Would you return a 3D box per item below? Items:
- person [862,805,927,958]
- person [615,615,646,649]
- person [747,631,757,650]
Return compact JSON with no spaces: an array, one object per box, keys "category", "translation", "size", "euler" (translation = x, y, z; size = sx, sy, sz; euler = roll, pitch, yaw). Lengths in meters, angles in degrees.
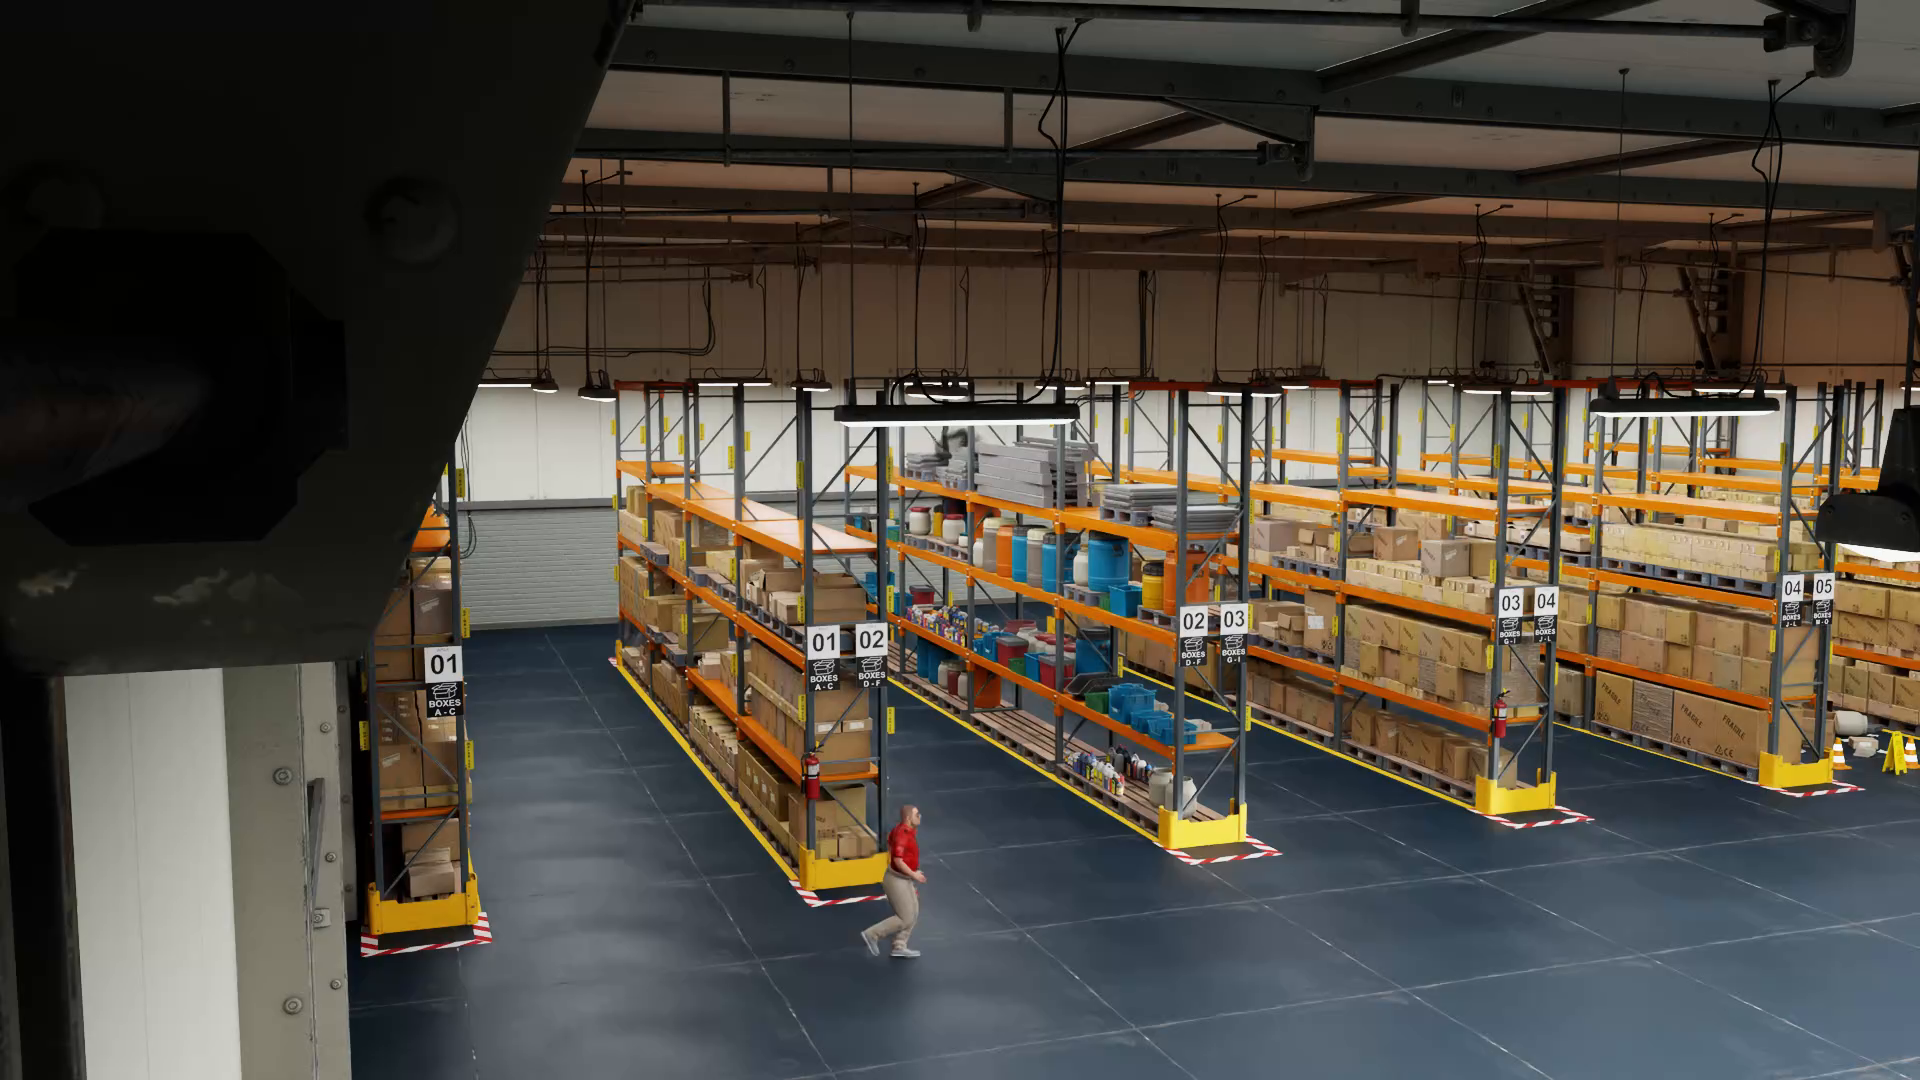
[{"category":"person","translation":[-0.699,3.644,17.705],"size":[0.698,1.673,0.662],"euler":[0,6,-2]},{"category":"person","translation":[-7.095,1.681,36.135],"size":[0.785,1.817,0.672],"euler":[-3,7,-25]},{"category":"person","translation":[-3.907,2.019,32.467],"size":[0.650,1.813,0.828],"euler":[-2,6,-20]}]
